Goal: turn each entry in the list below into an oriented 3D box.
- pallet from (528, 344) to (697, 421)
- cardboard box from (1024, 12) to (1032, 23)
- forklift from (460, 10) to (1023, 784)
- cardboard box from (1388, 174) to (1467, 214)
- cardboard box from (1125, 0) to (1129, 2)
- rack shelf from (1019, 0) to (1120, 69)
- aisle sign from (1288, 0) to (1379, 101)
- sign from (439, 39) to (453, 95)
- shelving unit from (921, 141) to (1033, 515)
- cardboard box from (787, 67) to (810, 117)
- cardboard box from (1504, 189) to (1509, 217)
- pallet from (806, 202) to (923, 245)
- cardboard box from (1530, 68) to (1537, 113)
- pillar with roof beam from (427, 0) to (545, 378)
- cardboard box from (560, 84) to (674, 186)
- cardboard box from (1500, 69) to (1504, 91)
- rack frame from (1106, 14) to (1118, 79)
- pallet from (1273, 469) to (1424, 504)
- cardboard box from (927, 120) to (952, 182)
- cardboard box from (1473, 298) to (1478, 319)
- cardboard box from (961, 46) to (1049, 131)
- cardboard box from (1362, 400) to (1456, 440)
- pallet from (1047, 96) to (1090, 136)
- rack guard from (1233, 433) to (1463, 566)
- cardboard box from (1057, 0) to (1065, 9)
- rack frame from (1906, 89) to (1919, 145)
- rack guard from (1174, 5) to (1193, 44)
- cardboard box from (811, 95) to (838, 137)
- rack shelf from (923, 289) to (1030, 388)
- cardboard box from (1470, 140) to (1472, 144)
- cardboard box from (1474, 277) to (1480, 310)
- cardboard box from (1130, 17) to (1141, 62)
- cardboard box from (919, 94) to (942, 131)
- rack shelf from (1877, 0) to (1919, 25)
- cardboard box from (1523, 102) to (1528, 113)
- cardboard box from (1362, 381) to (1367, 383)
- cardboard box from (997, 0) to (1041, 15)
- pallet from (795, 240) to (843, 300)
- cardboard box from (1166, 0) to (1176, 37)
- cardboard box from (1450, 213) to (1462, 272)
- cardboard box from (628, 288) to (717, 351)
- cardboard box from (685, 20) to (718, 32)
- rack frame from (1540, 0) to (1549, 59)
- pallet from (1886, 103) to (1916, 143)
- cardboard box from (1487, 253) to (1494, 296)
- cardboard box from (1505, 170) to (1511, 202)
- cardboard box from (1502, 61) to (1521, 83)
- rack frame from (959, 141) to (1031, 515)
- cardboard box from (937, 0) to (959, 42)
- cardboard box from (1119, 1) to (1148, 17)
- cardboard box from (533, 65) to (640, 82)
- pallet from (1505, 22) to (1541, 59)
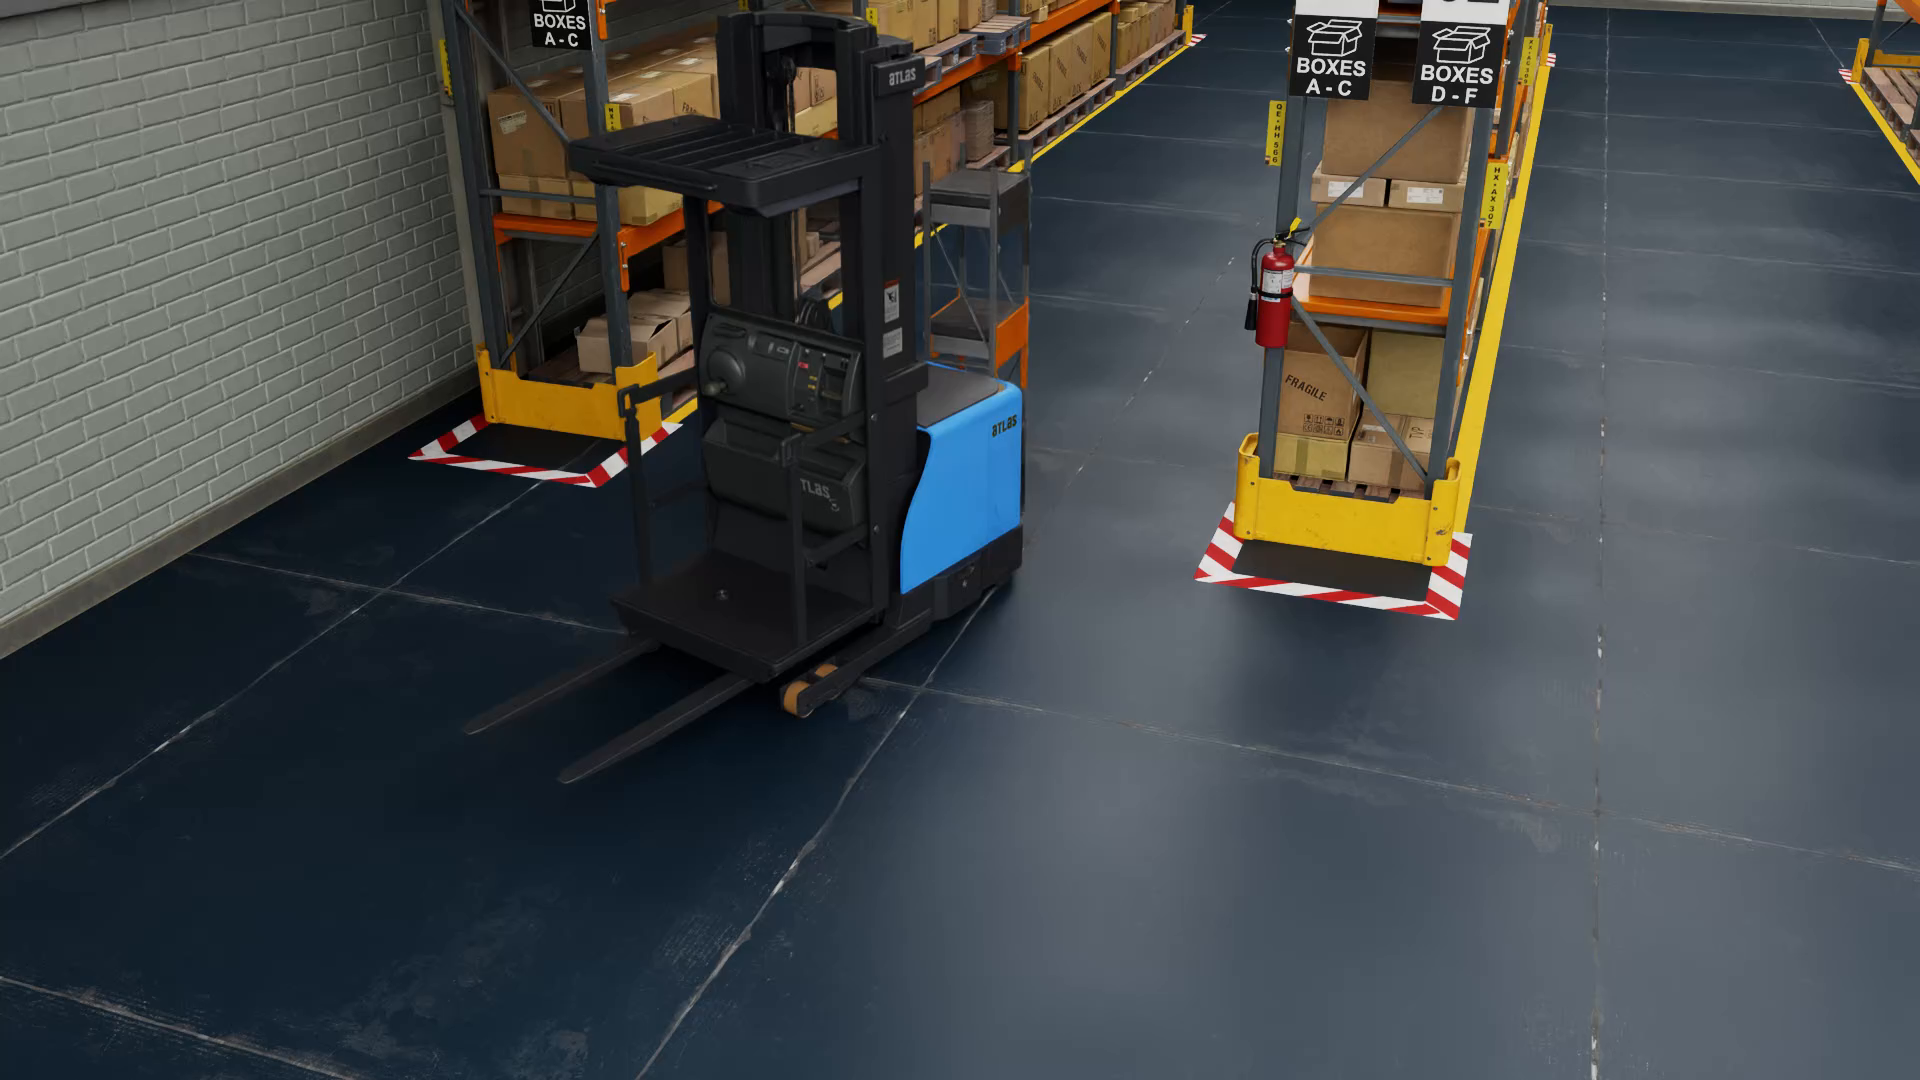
[{"bbox_3d":[-2.215,-1.186,11.458,1.003,0.211,1.213,9,27,17],"label":"pallet"},{"bbox_3d":[0.538,-5.469,17.368,0.380,0.149,0.250,9,27,18],"label":"cardboard box"},{"bbox_3d":[-0.954,-0.751,7.438,1.130,2.935,3.031,18,31,33],"label":"forklift"},{"bbox_3d":[2.462,-1.831,8.731,0.380,0.149,0.250,9,27,17],"label":"cardboard box"},{"bbox_3d":[2.074,-7.269,22.464,0.380,0.149,0.250,9,27,18],"label":"cardboard box"},{"bbox_3d":[0.783,-5.867,18.751,1.077,0.370,4.000,9,27,17],"label":"rack shelf"},{"bbox_3d":[1.829,-2.550,8.092,0.394,0.787,0.004,9,27,17],"label":"aisle sign"},{"bbox_3d":[-3.061,-2.833,9.969,0.100,0.325,0.005,9,27,17],"label":"sign"},{"bbox_3d":[0.092,-1.027,8.961,0.431,2.100,0.503,10,28,20],"label":"shelving unit"},{"bbox_3d":[-1.417,-3.354,12.023,0.500,0.500,0.500,8,27,16],"label":"cardboard box"},{"bbox_3d":[4.507,-2.933,14.540,0.500,0.250,0.500,9,27,19],"label":"cardboard box"},{"bbox_3d":[-0.956,-2.790,14.770,1.003,0.211,1.213,9,27,17],"label":"pallet"},{"bbox_3d":[6.055,-4.922,18.338,0.500,0.500,0.500,9,27,18],"label":"cardboard box"},{"bbox_3d":[0.933,-4.570,8.363,9.100,9.000,0.400,9,27,17],"label":"pillar with roof beam"},{"bbox_3d":[-2.102,-2.513,10.287,0.500,0.500,0.500,9,27,18],"label":"cardboard box"},{"bbox_3d":[3.571,-3.202,11.563,0.380,0.149,0.250,9,27,17],"label":"cardboard box"},{"bbox_3d":[1.449,-7.013,20.292,1.000,3.000,0.127,9,27,17],"label":"rack frame"},{"bbox_3d":[2.343,-0.430,9.895,1.003,0.211,1.213,9,27,17],"label":"pallet"},{"bbox_3d":[-0.492,-3.735,15.886,0.700,0.500,0.500,9,27,17],"label":"cardboard box"},{"bbox_3d":[3.335,-1.533,11.648,0.500,0.250,0.500,9,27,17],"label":"cardboard box"},{"bbox_3d":[0.486,-4.873,17.858,0.750,0.750,0.750,8,27,17],"label":"cardboard box"},{"bbox_3d":[2.679,-0.710,9.948,0.500,0.250,0.500,9,27,17],"label":"cardboard box"},{"bbox_3d":[0.859,-4.927,19.183,1.003,0.211,1.213,9,27,17],"label":"pallet"},{"bbox_3d":[2.120,-0.230,9.150,1.175,0.500,0.348,9,27,17],"label":"rack guard"},{"bbox_3d":[0.946,-5.998,18.462,0.380,0.149,0.250,9,27,18],"label":"cardboard box"},{"bbox_3d":[10.791,-5.576,17.324,1.000,3.000,0.127,9,27,17],"label":"rack frame"},{"bbox_3d":[2.788,-7.541,24.252,1.175,0.500,0.348,9,27,17],"label":"rack guard"},{"bbox_3d":[-1.259,-3.224,12.617,0.500,0.250,0.500,9,27,18],"label":"cardboard box"},{"bbox_3d":[0.092,-1.014,8.967,0.431,0.518,0.480,10,28,20],"label":"rack shelf"},{"bbox_3d":[2.804,-2.256,9.608,0.380,0.149,0.250,8,27,16],"label":"cardboard box"},{"bbox_3d":[3.334,-1.871,11.485,0.500,0.500,0.500,9,27,17],"label":"cardboard box"},{"bbox_3d":[1.965,-6.575,21.774,0.700,0.500,0.500,8,27,17],"label":"cardboard box"},{"bbox_3d":[-0.488,-4.039,15.652,0.500,0.250,0.500,9,27,17],"label":"cardboard box"},{"bbox_3d":[11.457,-6.074,19.179,1.077,0.370,4.000,9,27,17],"label":"rack shelf"},{"bbox_3d":[5.380,-4.087,16.612,0.500,0.500,0.500,8,27,16],"label":"cardboard box"},{"bbox_3d":[2.348,-0.992,10.530,0.500,0.250,0.500,9,27,17],"label":"cardboard box"},{"bbox_3d":[0.521,-5.719,17.141,0.500,0.500,0.500,10,27,19],"label":"cardboard box"},{"bbox_3d":[-1.403,-2.189,13.529,1.003,0.211,1.213,9,27,17],"label":"pallet"},{"bbox_3d":[2.641,-7.418,23.516,0.700,0.500,0.500,9,27,17],"label":"cardboard box"},{"bbox_3d":[2.466,-1.816,9.444,0.700,0.500,0.500,9,27,19],"label":"cardboard box"},{"bbox_3d":[-2.040,-1.575,11.641,0.500,0.311,0.500,11,28,22],"label":"cardboard box"},{"bbox_3d":[-1.742,-3.629,12.592,0.500,0.500,0.500,9,27,17],"label":"cardboard box"},{"bbox_3d":[7.453,-7.940,22.206,1.000,3.000,0.127,9,27,17],"label":"rack frame"},{"bbox_3d":[10.999,-4.629,18.568,1.003,0.211,1.213,9,27,17],"label":"pallet"},{"bbox_3d":[3.827,-2.089,12.797,0.500,0.250,0.500,8,27,16],"label":"cardboard box"},{"bbox_3d":[4.342,-2.978,13.988,0.500,0.311,0.500,10,27,19],"label":"cardboard box"},{"bbox_3d":[4.752,-4.129,14.625,0.380,0.149,0.250,9,27,17],"label":"cardboard box"},{"bbox_3d":[0.184,-1.125,9.164,0.400,2.100,0.015,10,28,20],"label":"rack frame"},{"bbox_3d":[-0.423,-4.902,15.313,0.700,0.500,0.500,9,27,17],"label":"cardboard box"},{"bbox_3d":[2.254,-6.990,21.887,0.380,0.149,0.250,8,27,16],"label":"cardboard box"},{"bbox_3d":[-2.411,-2.790,10.859,0.500,0.500,0.500,9,27,18],"label":"cardboard box"},{"bbox_3d":[4.950,-4.854,16.054,1.213,0.211,1.003,9,27,17],"label":"pallet"}]
